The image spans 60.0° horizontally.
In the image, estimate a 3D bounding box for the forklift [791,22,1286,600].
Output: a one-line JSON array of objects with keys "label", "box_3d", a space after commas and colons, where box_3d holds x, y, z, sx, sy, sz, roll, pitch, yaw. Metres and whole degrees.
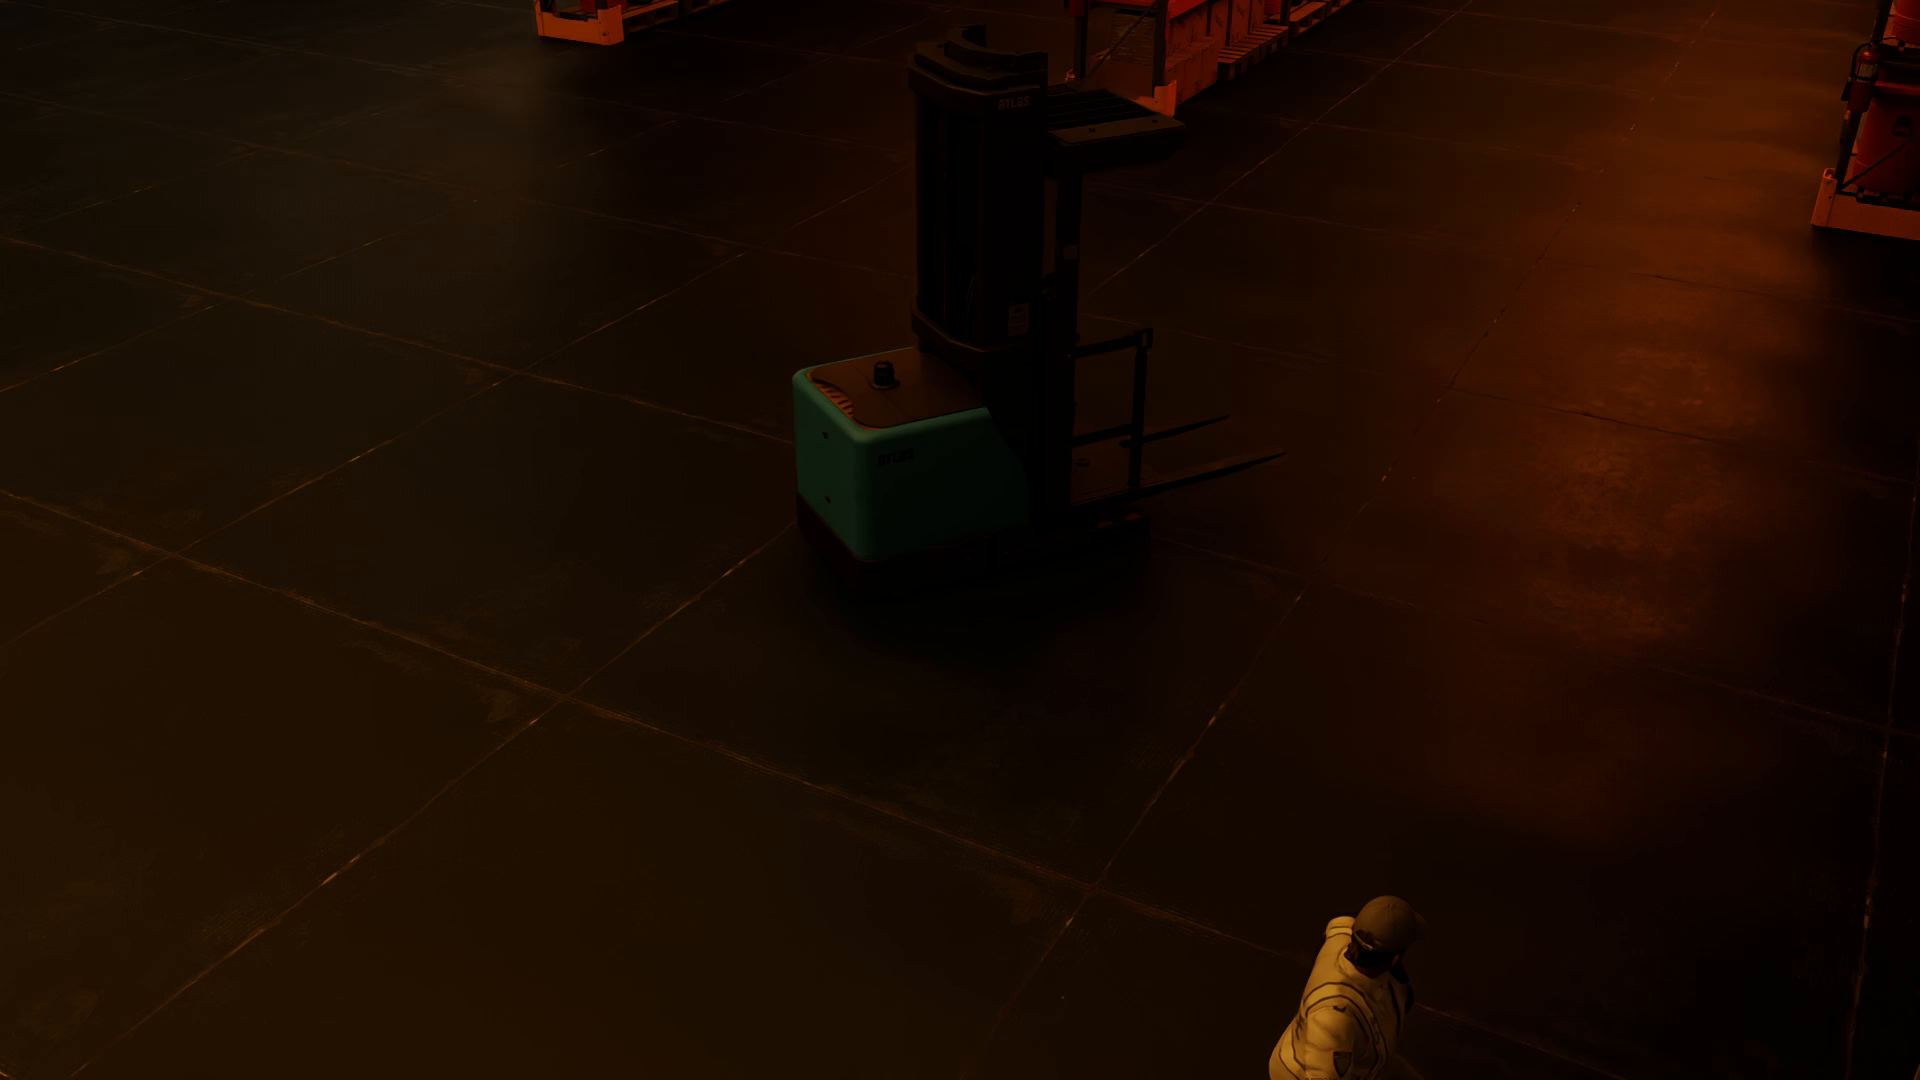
[{"label": "forklift", "box_3d": [0.568, -1.439, 9.564, 3.031, 2.935, 1.130, -14, 33, -23]}]

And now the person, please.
[{"label": "person", "box_3d": [1.289, 1.763, 5.439, 0.527, 1.554, 0.871, 21, 36, 31]}]
